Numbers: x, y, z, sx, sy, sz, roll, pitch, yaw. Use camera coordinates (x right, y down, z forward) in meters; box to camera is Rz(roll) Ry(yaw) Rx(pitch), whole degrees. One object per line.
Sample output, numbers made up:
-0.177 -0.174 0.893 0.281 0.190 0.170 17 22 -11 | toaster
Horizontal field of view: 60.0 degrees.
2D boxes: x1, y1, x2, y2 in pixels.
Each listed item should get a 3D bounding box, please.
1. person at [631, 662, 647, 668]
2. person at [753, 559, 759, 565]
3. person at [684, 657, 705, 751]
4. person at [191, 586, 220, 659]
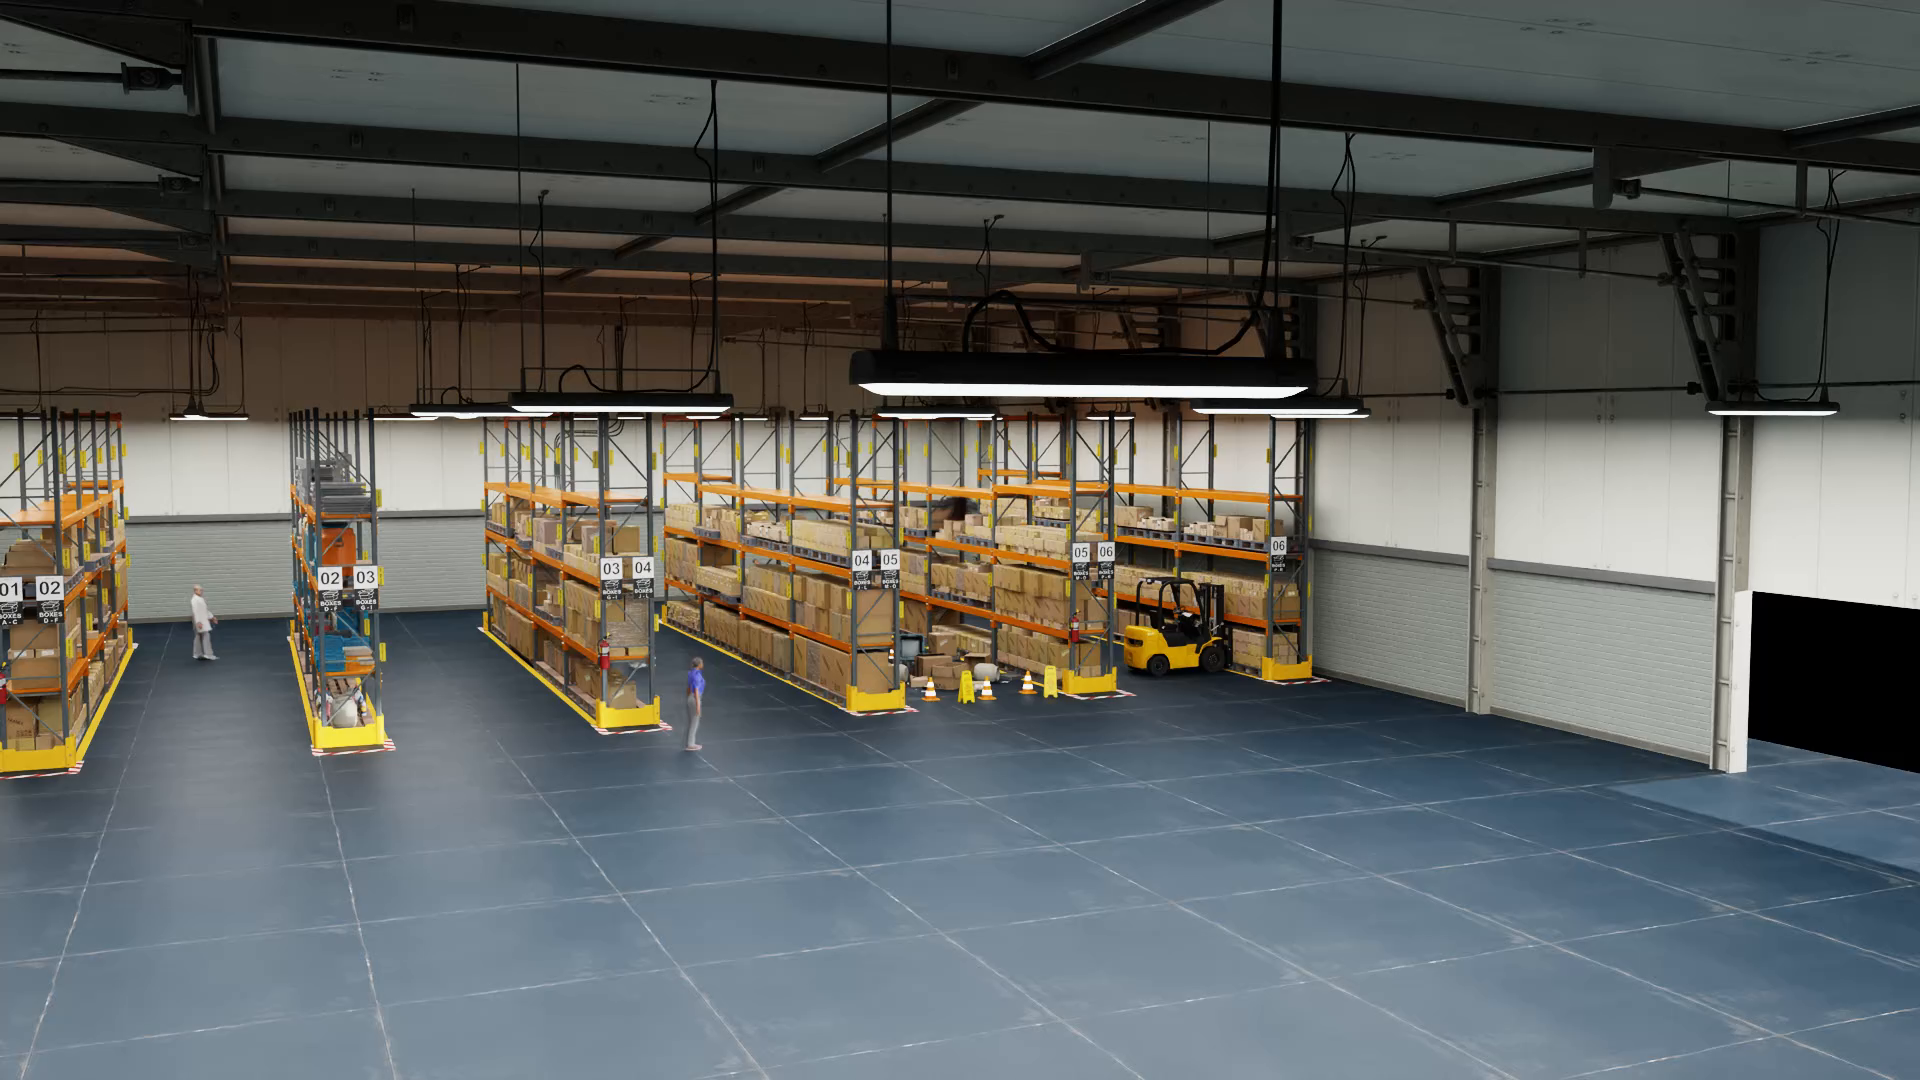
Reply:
-7.524 2.152 39.007 0.360 1.678 0.491 1 4 13 | person
-6.200 1.382 50.273 0.547 1.620 0.773 0 4 6 | person
-4.650 2.861 29.133 0.368 1.658 0.549 -1 4 -15 | person
-18.365 2.018 40.447 0.618 1.826 0.613 -3 5 -34 | person
